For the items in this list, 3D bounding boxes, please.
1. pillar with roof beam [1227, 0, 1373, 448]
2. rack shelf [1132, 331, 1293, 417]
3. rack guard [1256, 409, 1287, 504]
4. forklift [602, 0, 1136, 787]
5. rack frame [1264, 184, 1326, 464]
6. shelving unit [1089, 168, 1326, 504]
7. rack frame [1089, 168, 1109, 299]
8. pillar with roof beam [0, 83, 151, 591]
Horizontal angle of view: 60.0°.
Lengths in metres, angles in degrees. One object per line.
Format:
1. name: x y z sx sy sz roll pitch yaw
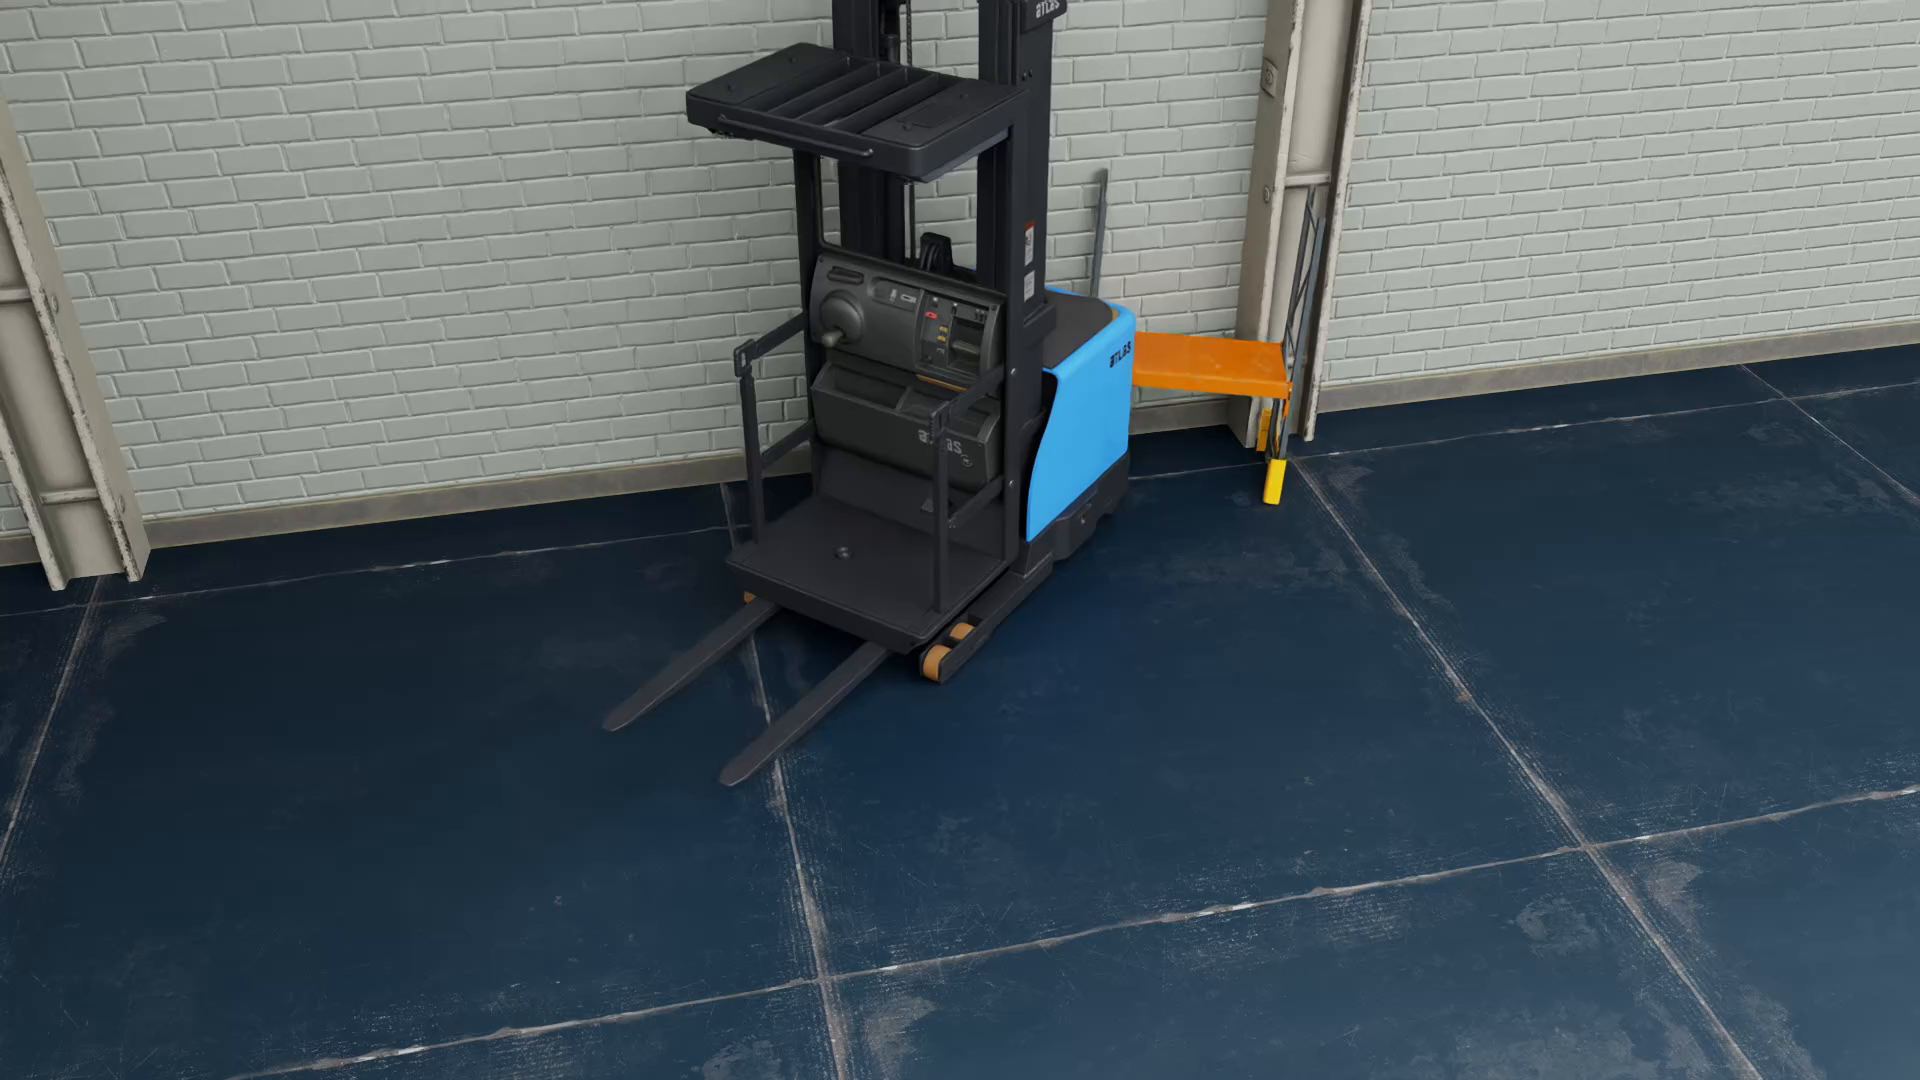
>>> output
1. pillar with roof beam: 2.650 -2.001 3.157 0.400 9.000 9.100 -7 35 -11
2. rack shelf: 1.153 -0.865 8.447 1.000 0.185 0.538 5 31 3
3. rack guard: 1.617 -0.440 8.651 0.087 0.250 0.587 5 31 3
4. forklift: -0.357 -0.890 6.945 1.130 2.935 3.031 20 39 27
5. rack frame: 1.669 -0.974 8.331 0.032 1.500 0.500 5 31 3
6. shelving unit: 1.154 -1.020 8.356 1.083 1.500 0.587 5 31 3
7. rack frame: 0.657 -1.064 8.379 0.032 1.500 0.500 5 31 3
8. pillar with roof beam: -3.202 -1.264 2.058 0.400 9.000 9.100 -7 35 -11
